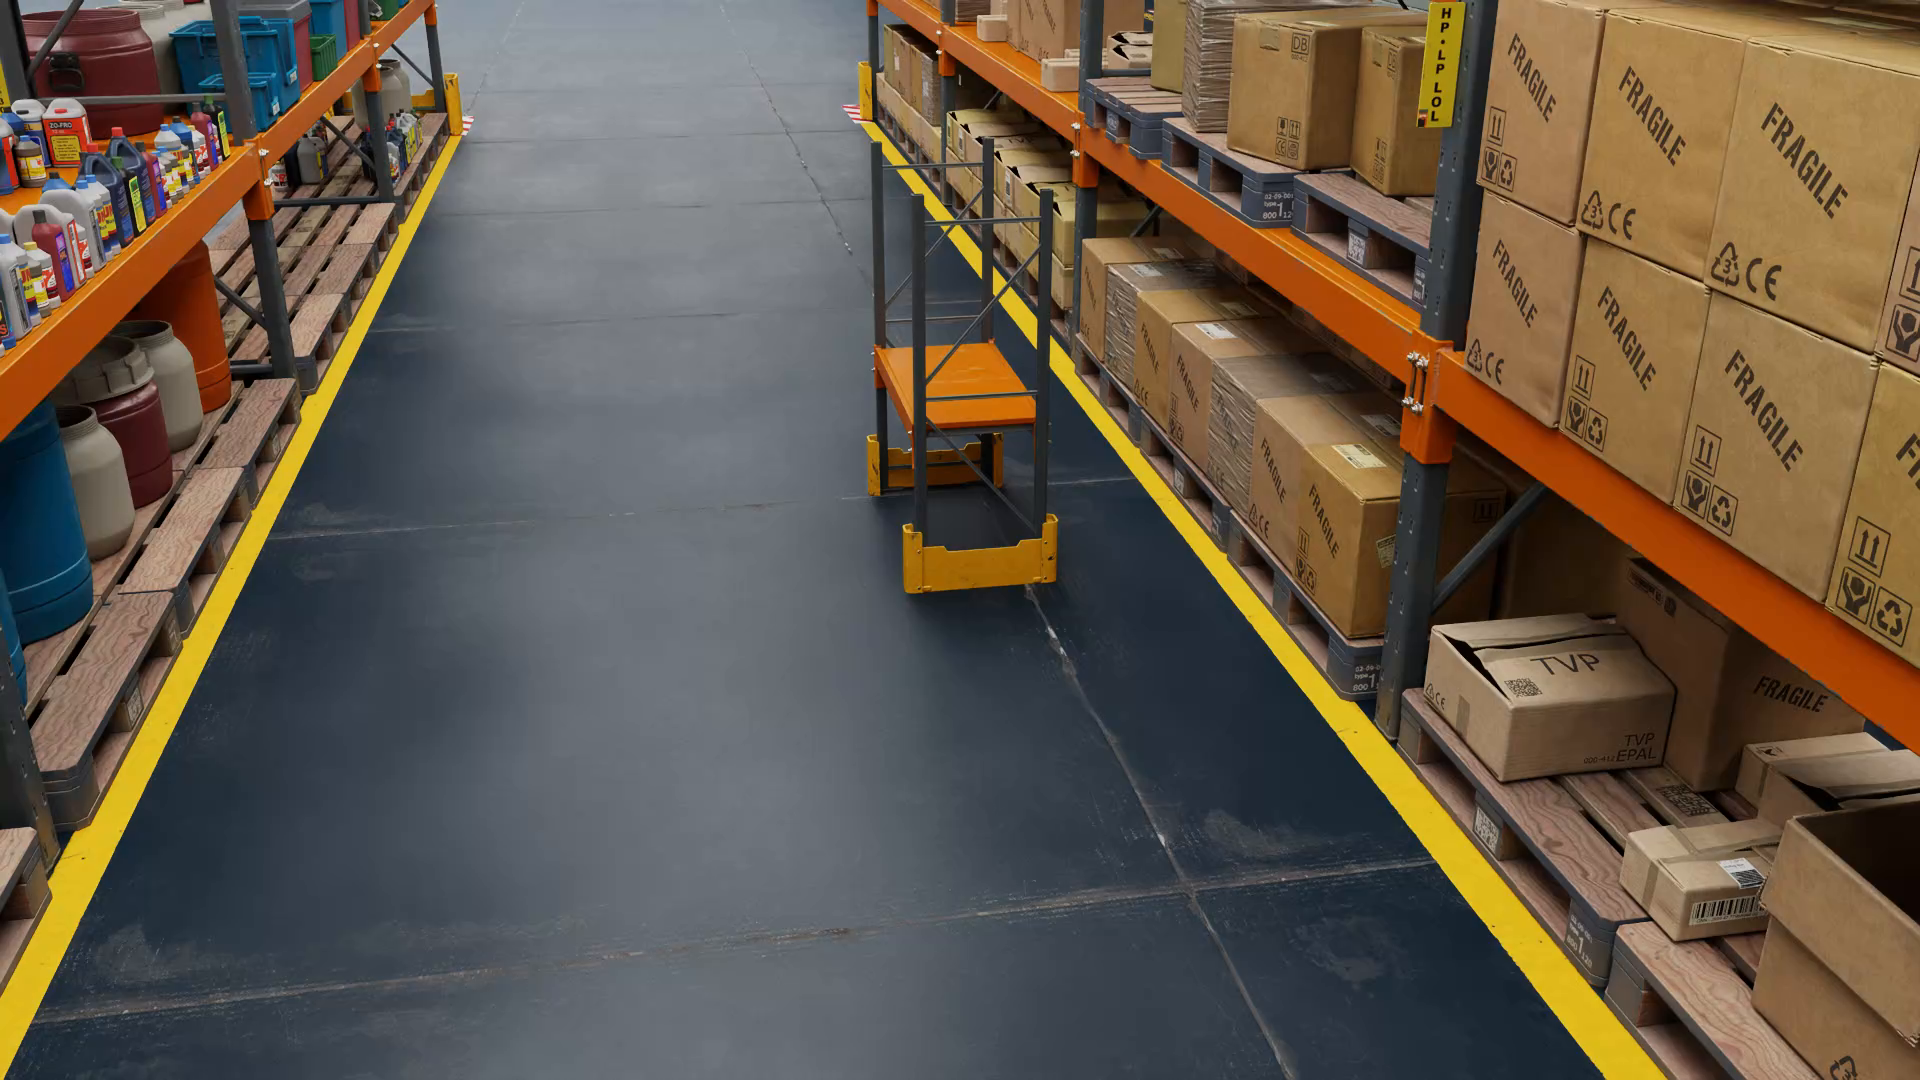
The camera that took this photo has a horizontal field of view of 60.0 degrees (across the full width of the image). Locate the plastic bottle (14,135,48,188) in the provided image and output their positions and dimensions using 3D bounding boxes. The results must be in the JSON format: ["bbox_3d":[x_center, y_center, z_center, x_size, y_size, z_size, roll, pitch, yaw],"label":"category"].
[{"bbox_3d":[-3.800,-1.548,6.795,0.097,0.201,0.097,0,24,0],"label":"plastic bottle"}]

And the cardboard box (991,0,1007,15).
[{"bbox_3d":[0.496,-3.678,11.611,0.500,0.250,0.500,-3,24,-6],"label":"cardboard box"}]

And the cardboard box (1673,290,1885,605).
[{"bbox_3d":[1.855,-0.218,3.375,0.500,0.500,0.500,-4,24,-10],"label":"cardboard box"}]

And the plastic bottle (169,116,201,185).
[{"bbox_3d":[-3.191,-1.598,6.822,0.097,0.271,0.097,0,24,0],"label":"plastic bottle"}]

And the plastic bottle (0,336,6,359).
[{"bbox_3d":[-2.740,-0.607,4.639,0.097,0.201,0.097,0,24,0],"label":"plastic bottle"}]

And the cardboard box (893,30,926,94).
[{"bbox_3d":[-0.298,-4.167,14.517,0.500,0.500,0.500,-4,24,-10],"label":"cardboard box"}]

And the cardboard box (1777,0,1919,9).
[{"bbox_3d":[2.189,-1.115,4.180,0.500,0.500,0.500,-4,24,-9],"label":"cardboard box"}]

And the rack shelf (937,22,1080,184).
[{"bbox_3d":[0.731,-2.821,10.360,1.077,0.370,4.000,-4,24,-10],"label":"rack shelf"}]

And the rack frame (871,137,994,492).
[{"bbox_3d":[-0.110,-0.921,6.984,0.500,1.500,0.032,-4,24,-10],"label":"rack frame"}]

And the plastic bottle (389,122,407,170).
[{"bbox_3d":[-4.283,-2.982,12.590,0.144,0.351,0.185,-5,24,-12],"label":"plastic bottle"}]

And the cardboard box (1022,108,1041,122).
[{"bbox_3d":[0.718,-2.988,12.055,0.500,0.311,0.500,-4,24,-10],"label":"cardboard box"}]

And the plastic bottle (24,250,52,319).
[{"bbox_3d":[-2.819,-0.774,5.024,0.097,0.201,0.097,0,24,0],"label":"plastic bottle"}]

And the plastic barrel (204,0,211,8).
[{"bbox_3d":[-4.410,-2.953,9.594,0.433,0.535,0.433,0,24,0],"label":"plastic barrel"}]

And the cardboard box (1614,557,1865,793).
[{"bbox_3d":[2.225,0.357,4.759,0.500,0.500,0.500,-4,24,-10],"label":"cardboard box"}]

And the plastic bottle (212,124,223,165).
[{"bbox_3d":[-3.270,-1.733,7.219,0.097,0.201,0.097,0,24,0],"label":"plastic bottle"}]

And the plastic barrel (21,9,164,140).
[{"bbox_3d":[-4.151,-2.221,7.918,0.600,0.536,0.708,-4,24,-10],"label":"plastic barrel"}]

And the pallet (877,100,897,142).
[{"bbox_3d":[-0.196,-3.935,15.496,1.003,0.211,1.213,-4,24,-10],"label":"pallet"}]

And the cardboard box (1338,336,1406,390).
[{"bbox_3d":[1.806,-0.792,6.452,0.500,0.250,0.500,-4,24,-10],"label":"cardboard box"}]

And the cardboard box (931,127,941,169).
[{"bbox_3d":[0.061,-3.036,12.864,0.500,0.250,0.500,-4,24,-10],"label":"cardboard box"}]

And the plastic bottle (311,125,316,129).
[{"bbox_3d":[-5.136,-3.186,13.157,0.097,0.271,0.097,0,24,0],"label":"plastic bottle"}]

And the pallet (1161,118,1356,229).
[{"bbox_3d":[1.465,-1.511,6.702,1.003,0.211,1.213,-4,24,-10],"label":"pallet"}]

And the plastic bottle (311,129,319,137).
[{"bbox_3d":[-4.909,-2.981,12.672,0.061,0.283,0.133,-4,24,-10],"label":"plastic bottle"}]

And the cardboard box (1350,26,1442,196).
[{"bbox_3d":[1.784,-1.497,5.781,0.700,0.500,0.500,-1,24,-1],"label":"cardboard box"}]

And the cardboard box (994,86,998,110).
[{"bbox_3d":[0.483,-3.615,13.253,0.500,0.500,0.500,-4,24,-10],"label":"cardboard box"}]

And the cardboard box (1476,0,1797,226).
[{"bbox_3d":[1.652,-1.088,4.120,0.500,0.500,0.500,-4,24,-8],"label":"cardboard box"}]

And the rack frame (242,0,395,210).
[{"bbox_3d":[-4.507,-3.572,11.181,1.000,3.000,0.127,-4,24,-10],"label":"rack frame"}]

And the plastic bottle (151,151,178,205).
[{"bbox_3d":[-3.119,-1.413,6.485,0.097,0.201,0.097,0,24,0],"label":"plastic bottle"}]

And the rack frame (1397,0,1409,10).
[{"bbox_3d":[4.489,-5.879,16.462,1.000,3.000,0.127,-4,24,-10],"label":"rack frame"}]

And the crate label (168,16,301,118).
[{"bbox_3d":[-3.685,-2.426,8.512,0.502,0.435,0.616,-4,24,-10],"label":"crate label"}]

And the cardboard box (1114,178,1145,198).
[{"bbox_3d":[1.188,-1.987,9.762,0.500,0.311,0.500,-5,24,-11],"label":"cardboard box"}]

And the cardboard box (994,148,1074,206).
[{"bbox_3d":[0.479,-2.341,10.572,0.500,0.311,0.500,-4,24,-8],"label":"cardboard box"}]

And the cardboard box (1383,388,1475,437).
[{"bbox_3d":[1.881,-0.264,6.180,0.500,0.500,0.500,-4,24,-9],"label":"cardboard box"}]

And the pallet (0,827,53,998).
[{"bbox_3d":[-2.854,1.139,3.879,1.003,0.211,1.213,-4,24,-10],"label":"pallet"}]

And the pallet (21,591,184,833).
[{"bbox_3d":[-3.129,0.546,5.236,1.003,0.211,1.213,-4,24,-10],"label":"pallet"}]

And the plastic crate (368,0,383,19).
[{"bbox_3d":[-4.479,-3.759,11.686,0.767,0.338,0.504,-4,24,-10],"label":"plastic crate"}]

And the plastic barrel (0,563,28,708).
[{"bbox_3d":[-3.112,0.129,4.805,0.600,0.901,0.708,-4,24,-10],"label":"plastic barrel"}]

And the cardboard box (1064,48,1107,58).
[{"bbox_3d":[0.810,-2.746,9.604,0.380,0.149,0.250,-3,24,-6],"label":"cardboard box"}]

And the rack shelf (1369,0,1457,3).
[{"bbox_3d":[4.859,-4.762,14.805,1.077,0.370,4.000,-4,24,-10],"label":"rack shelf"}]

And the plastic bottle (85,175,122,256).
[{"bbox_3d":[-2.966,-1.118,5.723,0.097,0.271,0.097,0,24,0],"label":"plastic bottle"}]

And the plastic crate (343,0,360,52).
[{"bbox_3d":[-4.117,-3.434,10.784,0.402,0.464,0.583,-4,24,-10],"label":"plastic crate"}]

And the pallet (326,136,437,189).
[{"bbox_3d":[-4.819,-3.042,13.452,1.003,0.211,1.213,-4,24,-10],"label":"pallet"}]

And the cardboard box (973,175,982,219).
[{"bbox_3d":[0.384,-2.288,11.151,0.500,0.250,0.500,-5,24,-11],"label":"cardboard box"}]

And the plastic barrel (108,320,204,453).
[{"bbox_3d":[-3.468,-0.644,7.061,0.421,0.512,0.421,0,24,0],"label":"plastic barrel"}]

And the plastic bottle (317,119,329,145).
[{"bbox_3d":[-5.218,-3.360,13.556,0.097,0.271,0.097,0,24,0],"label":"plastic bottle"}]

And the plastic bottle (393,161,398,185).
[{"bbox_3d":[-4.154,-2.689,12.106,0.097,0.201,0.097,0,24,0],"label":"plastic bottle"}]

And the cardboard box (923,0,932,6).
[{"bbox_3d":[0.080,-4.562,13.322,0.700,0.500,0.500,-4,24,-9],"label":"cardboard box"}]

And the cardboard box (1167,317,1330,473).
[{"bbox_3d":[1.196,-0.612,6.976,0.500,0.500,0.500,-5,24,-12],"label":"cardboard box"}]

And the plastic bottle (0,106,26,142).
[{"bbox_3d":[-4.011,-1.698,7.051,0.097,0.271,0.097,0,24,0],"label":"plastic bottle"}]

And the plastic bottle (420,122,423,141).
[{"bbox_3d":[-4.476,-3.375,13.676,0.097,0.201,0.097,0,24,0],"label":"plastic bottle"}]

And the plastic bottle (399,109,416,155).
[{"bbox_3d":[-4.396,-3.223,13.141,0.144,0.351,0.185,-3,24,-8],"label":"plastic bottle"}]

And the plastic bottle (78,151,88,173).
[{"bbox_3d":[-3.169,-1.285,6.090,0.061,0.283,0.133,-4,24,-10],"label":"plastic bottle"}]

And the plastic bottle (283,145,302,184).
[{"bbox_3d":[-4.909,-2.792,12.154,0.144,0.351,0.185,-5,24,-11],"label":"plastic bottle"}]

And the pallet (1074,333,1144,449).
[{"bbox_3d":[1.202,-0.789,8.294,1.003,0.211,1.213,-4,24,-10],"label":"pallet"}]

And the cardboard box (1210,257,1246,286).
[{"bbox_3d":[1.505,-1.069,8.024,0.500,0.500,0.500,-3,24,-8],"label":"cardboard box"}]

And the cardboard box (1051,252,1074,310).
[{"bbox_3d":[0.764,-1.485,9.313,0.500,0.250,0.500,-4,24,-8],"label":"cardboard box"}]

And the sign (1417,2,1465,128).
[{"bbox_3d":[1.296,-1.279,4.483,0.100,0.325,0.005,-4,24,-10],"label":"sign"}]

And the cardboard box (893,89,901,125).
[{"bbox_3d":[-0.309,-3.822,14.665,0.500,0.250,0.500,-4,24,-10],"label":"cardboard box"}]

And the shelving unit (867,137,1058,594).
[{"bbox_3d":[-0.014,-0.717,6.518,0.587,1.500,1.083,-4,24,-10],"label":"shelving unit"}]
